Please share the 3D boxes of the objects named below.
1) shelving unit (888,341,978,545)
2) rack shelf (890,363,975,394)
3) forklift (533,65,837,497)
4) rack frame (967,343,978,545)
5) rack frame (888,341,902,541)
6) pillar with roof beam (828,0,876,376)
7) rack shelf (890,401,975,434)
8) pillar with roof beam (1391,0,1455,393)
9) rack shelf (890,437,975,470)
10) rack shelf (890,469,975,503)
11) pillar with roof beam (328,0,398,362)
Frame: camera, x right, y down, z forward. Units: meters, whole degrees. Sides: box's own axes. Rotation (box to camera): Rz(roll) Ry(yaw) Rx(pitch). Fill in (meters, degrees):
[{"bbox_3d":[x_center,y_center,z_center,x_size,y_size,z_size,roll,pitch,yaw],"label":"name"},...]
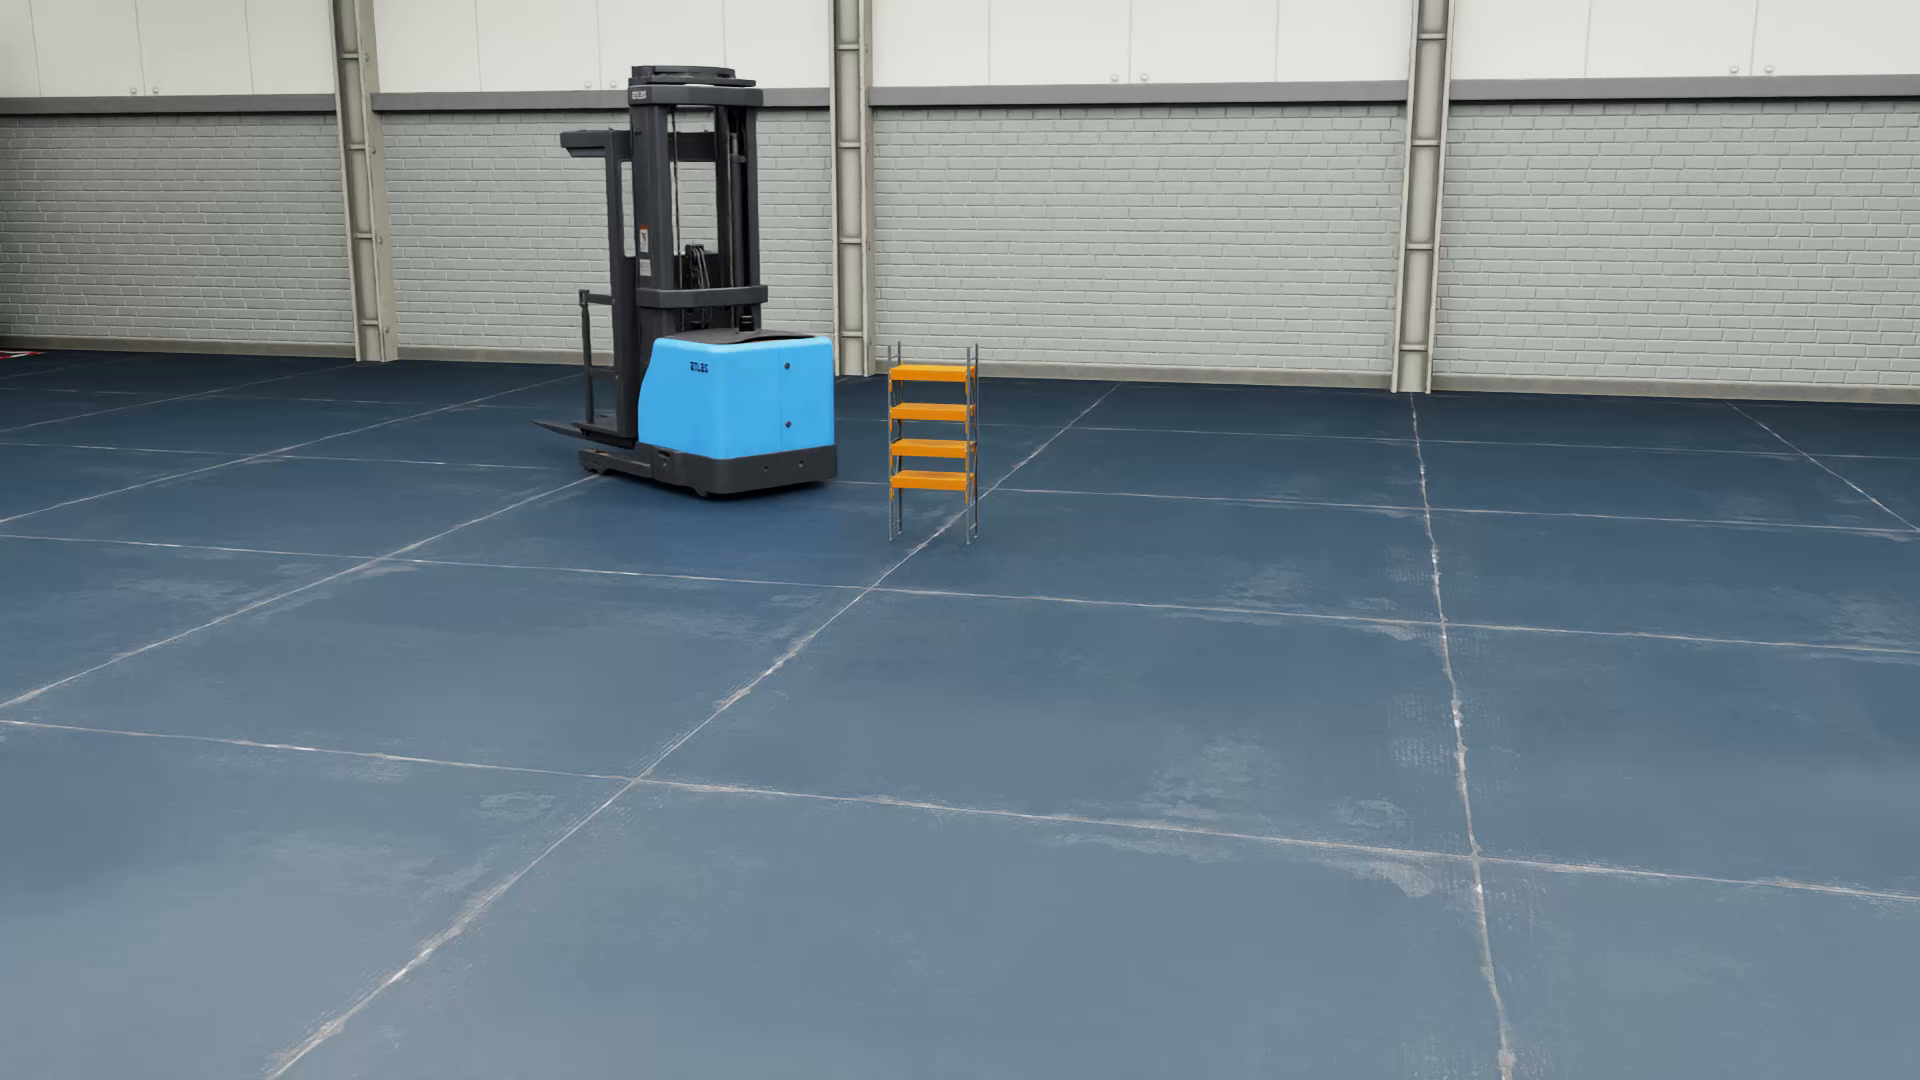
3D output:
[{"bbox_3d":[-0.161,-0.594,10.143,0.503,1.200,0.258,3,13,14],"label":"shelving unit"},{"bbox_3d":[-0.161,-0.978,10.057,0.480,0.148,0.258,3,13,14],"label":"rack shelf"},{"bbox_3d":[-2.236,-1.985,12.413,1.130,2.935,3.031,-11,17,-40],"label":"forklift"},{"bbox_3d":[0.076,-0.582,10.085,0.015,1.200,0.240,3,13,14],"label":"rack frame"},{"bbox_3d":[-0.398,-0.607,10.200,0.015,1.200,0.240,3,13,14],"label":"rack frame"},{"bbox_3d":[-2.202,-5.339,13.522,0.400,9.000,9.100,3,13,14],"label":"pillar with roof beam"},{"bbox_3d":[-0.161,-0.747,10.109,0.480,0.148,0.258,3,13,14],"label":"rack shelf"},{"bbox_3d":[3.623,-5.028,12.118,0.400,9.000,9.100,3,13,14],"label":"pillar with roof beam"},{"bbox_3d":[-0.161,-0.529,10.157,0.480,0.148,0.258,3,13,14],"label":"rack shelf"},{"bbox_3d":[-0.161,-0.335,10.200,0.480,0.148,0.258,3,13,14],"label":"rack shelf"},{"bbox_3d":[-8.027,-5.650,14.925,0.400,9.000,9.100,3,13,14],"label":"pillar with roof beam"}]
